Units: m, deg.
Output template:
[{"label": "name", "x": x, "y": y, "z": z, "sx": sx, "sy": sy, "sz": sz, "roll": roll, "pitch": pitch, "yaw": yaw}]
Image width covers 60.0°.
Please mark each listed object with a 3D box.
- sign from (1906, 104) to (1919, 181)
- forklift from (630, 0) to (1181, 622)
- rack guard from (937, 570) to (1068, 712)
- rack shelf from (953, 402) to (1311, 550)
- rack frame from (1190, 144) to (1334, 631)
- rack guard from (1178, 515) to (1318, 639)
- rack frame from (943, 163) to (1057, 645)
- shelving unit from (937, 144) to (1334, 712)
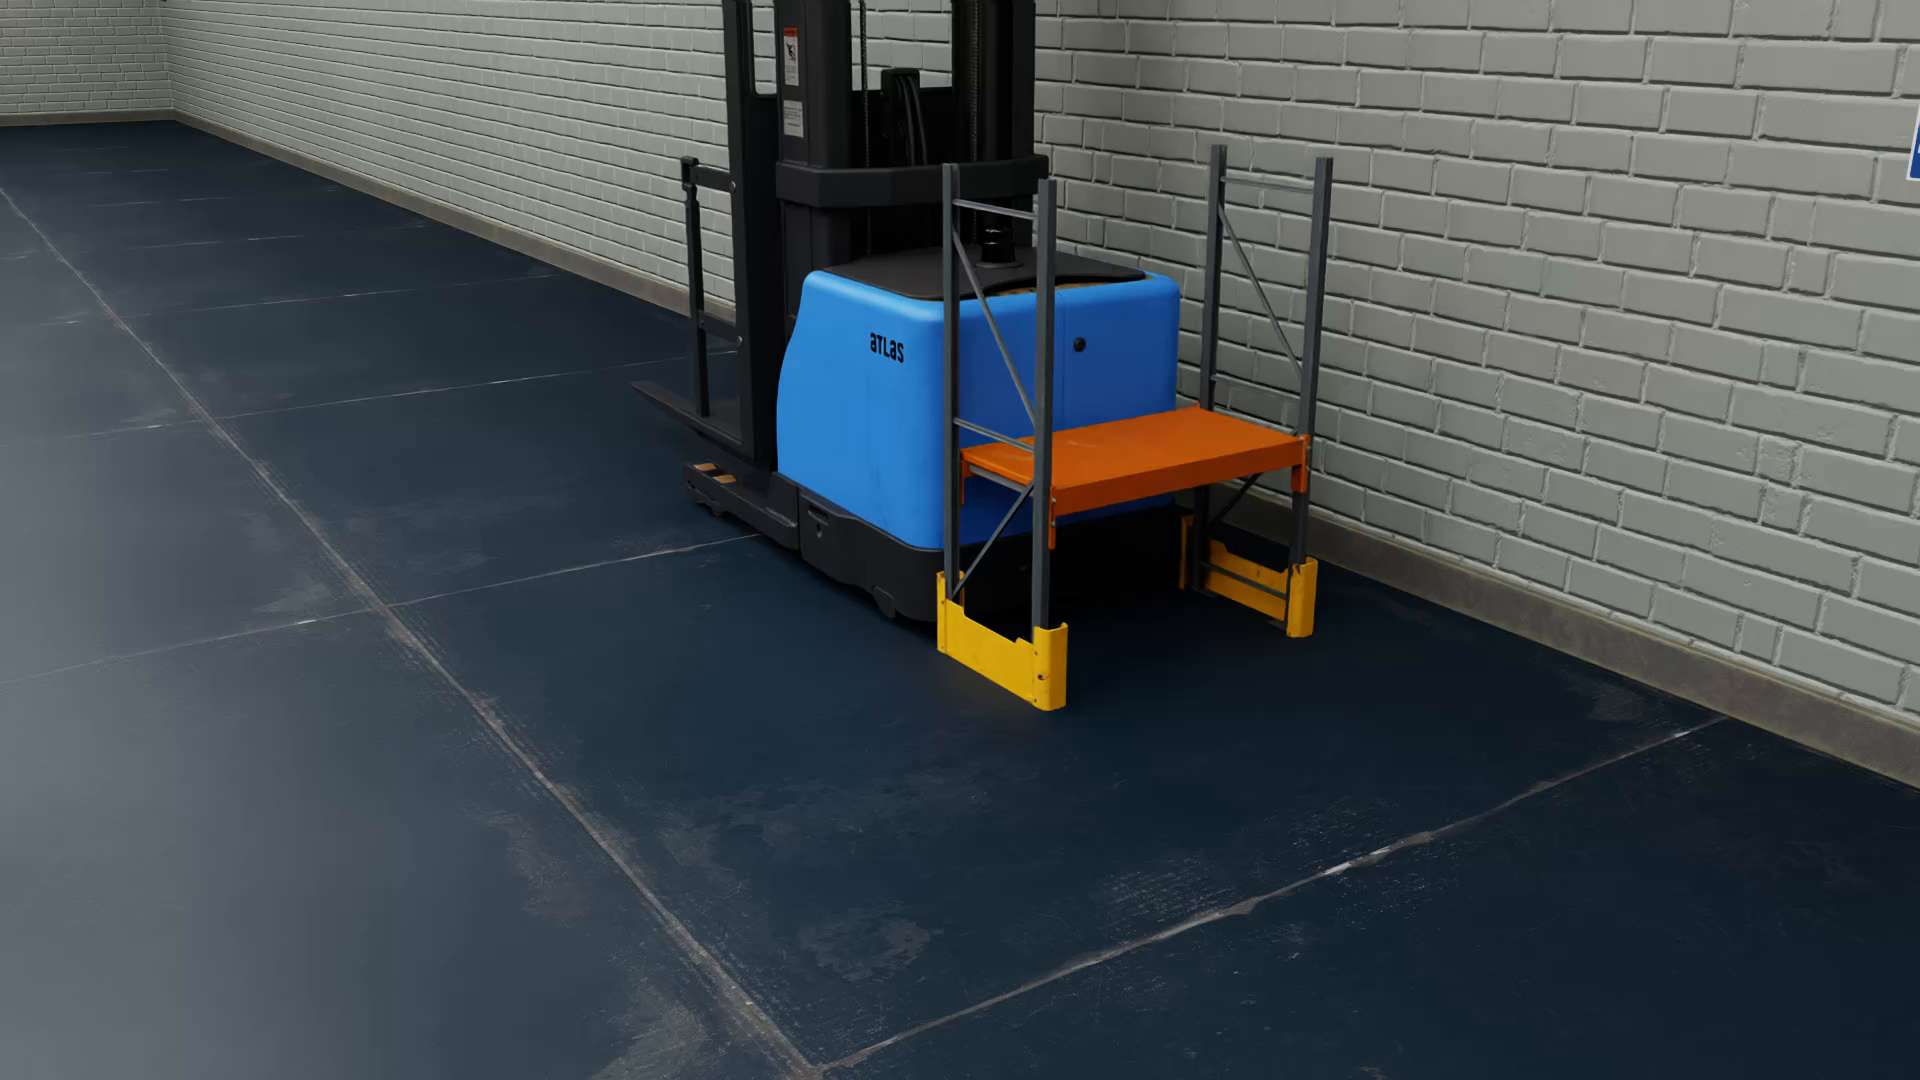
[{"label": "sign", "x": 2.429, "y": -0.950, "z": 3.948, "sx": 0.001, "sy": 0.218, "sz": 0.327, "roll": -12, "pitch": 22, "yaw": -31}, {"label": "forklift", "x": -0.456, "y": -1.548, "z": 6.248, "sx": 1.130, "sy": 2.935, "sz": 3.031, "roll": -11, "pitch": 22, "yaw": -30}, {"label": "rack guard", "x": 0.118, "y": 0.292, "z": 4.989, "sx": 0.087, "sy": 0.250, "sz": 0.587, "roll": -12, "pitch": 22, "yaw": -32}, {"label": "rack shelf", "x": 0.524, "y": -0.216, "z": 5.104, "sx": 1.000, "sy": 0.185, "sz": 0.538, "roll": -12, "pitch": 22, "yaw": -32}, {"label": "rack frame", "x": 0.946, "y": -0.478, "z": 5.315, "sx": 0.032, "sy": 1.500, "sz": 0.500, "roll": -12, "pitch": 22, "yaw": -32}, {"label": "rack guard", "x": 0.945, "y": 0.115, "z": 5.515, "sx": 0.087, "sy": 0.250, "sz": 0.587, "roll": -12, "pitch": 22, "yaw": -32}, {"label": "rack frame", "x": 0.102, "y": -0.296, "z": 4.778, "sx": 0.032, "sy": 1.500, "sz": 0.500, "roll": -12, "pitch": 22, "yaw": -32}, {"label": "shelving unit", "x": 0.532, "y": -0.388, "z": 5.051, "sx": 1.083, "sy": 1.500, "sz": 0.587, "roll": -12, "pitch": 22, "yaw": -32}]
